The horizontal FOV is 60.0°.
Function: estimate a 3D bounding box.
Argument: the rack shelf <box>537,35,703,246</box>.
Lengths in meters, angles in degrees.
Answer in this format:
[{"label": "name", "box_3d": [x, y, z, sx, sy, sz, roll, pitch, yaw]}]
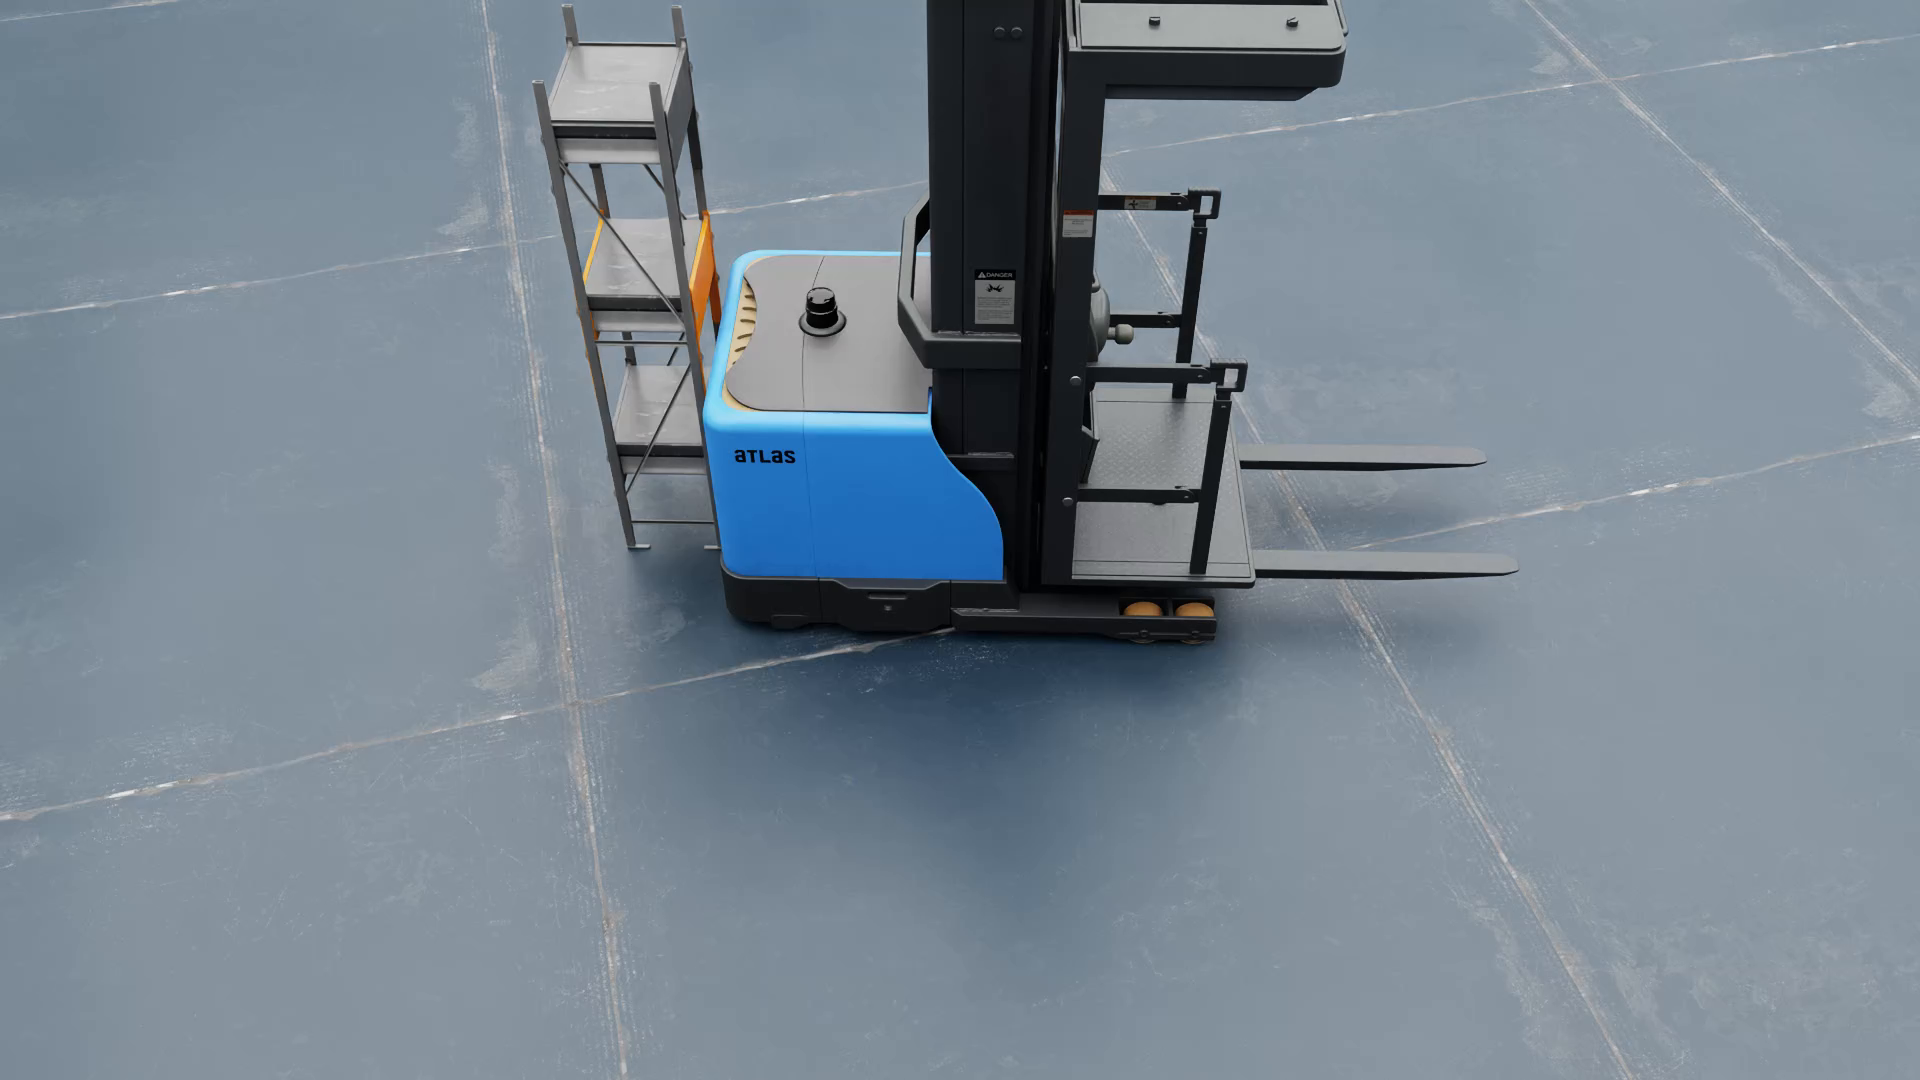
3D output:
[{"label": "rack shelf", "box_3d": [-1.137, -1.356, 5.648, 0.431, 0.518, 0.480, 1, 46, 1]}]

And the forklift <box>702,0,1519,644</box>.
[{"label": "forklift", "box_3d": [0.622, -1.016, 5.693, 3.031, 2.935, 1.130, 1, 46, 1]}]

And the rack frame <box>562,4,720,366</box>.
[{"label": "rack frame", "box_3d": [-1.131, -1.050, 6.309, 0.400, 2.100, 0.015, 1, 46, 1]}]

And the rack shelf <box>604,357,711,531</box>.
[{"label": "rack shelf", "box_3d": [-1.137, -0.376, 6.648, 0.431, 0.518, 0.480, 1, 46, 1]}]

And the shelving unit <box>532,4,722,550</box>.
[{"label": "shelving unit", "box_3d": [-1.137, -0.876, 6.138, 0.431, 2.100, 0.503, 1, 46, 1]}]

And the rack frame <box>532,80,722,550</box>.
[{"label": "rack frame", "box_3d": [-1.142, -0.702, 5.967, 0.400, 2.100, 0.015, 1, 46, 1]}]

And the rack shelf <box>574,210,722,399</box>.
[{"label": "rack shelf", "box_3d": [-1.137, -0.866, 6.148, 0.431, 0.518, 0.480, 1, 46, 1]}]
